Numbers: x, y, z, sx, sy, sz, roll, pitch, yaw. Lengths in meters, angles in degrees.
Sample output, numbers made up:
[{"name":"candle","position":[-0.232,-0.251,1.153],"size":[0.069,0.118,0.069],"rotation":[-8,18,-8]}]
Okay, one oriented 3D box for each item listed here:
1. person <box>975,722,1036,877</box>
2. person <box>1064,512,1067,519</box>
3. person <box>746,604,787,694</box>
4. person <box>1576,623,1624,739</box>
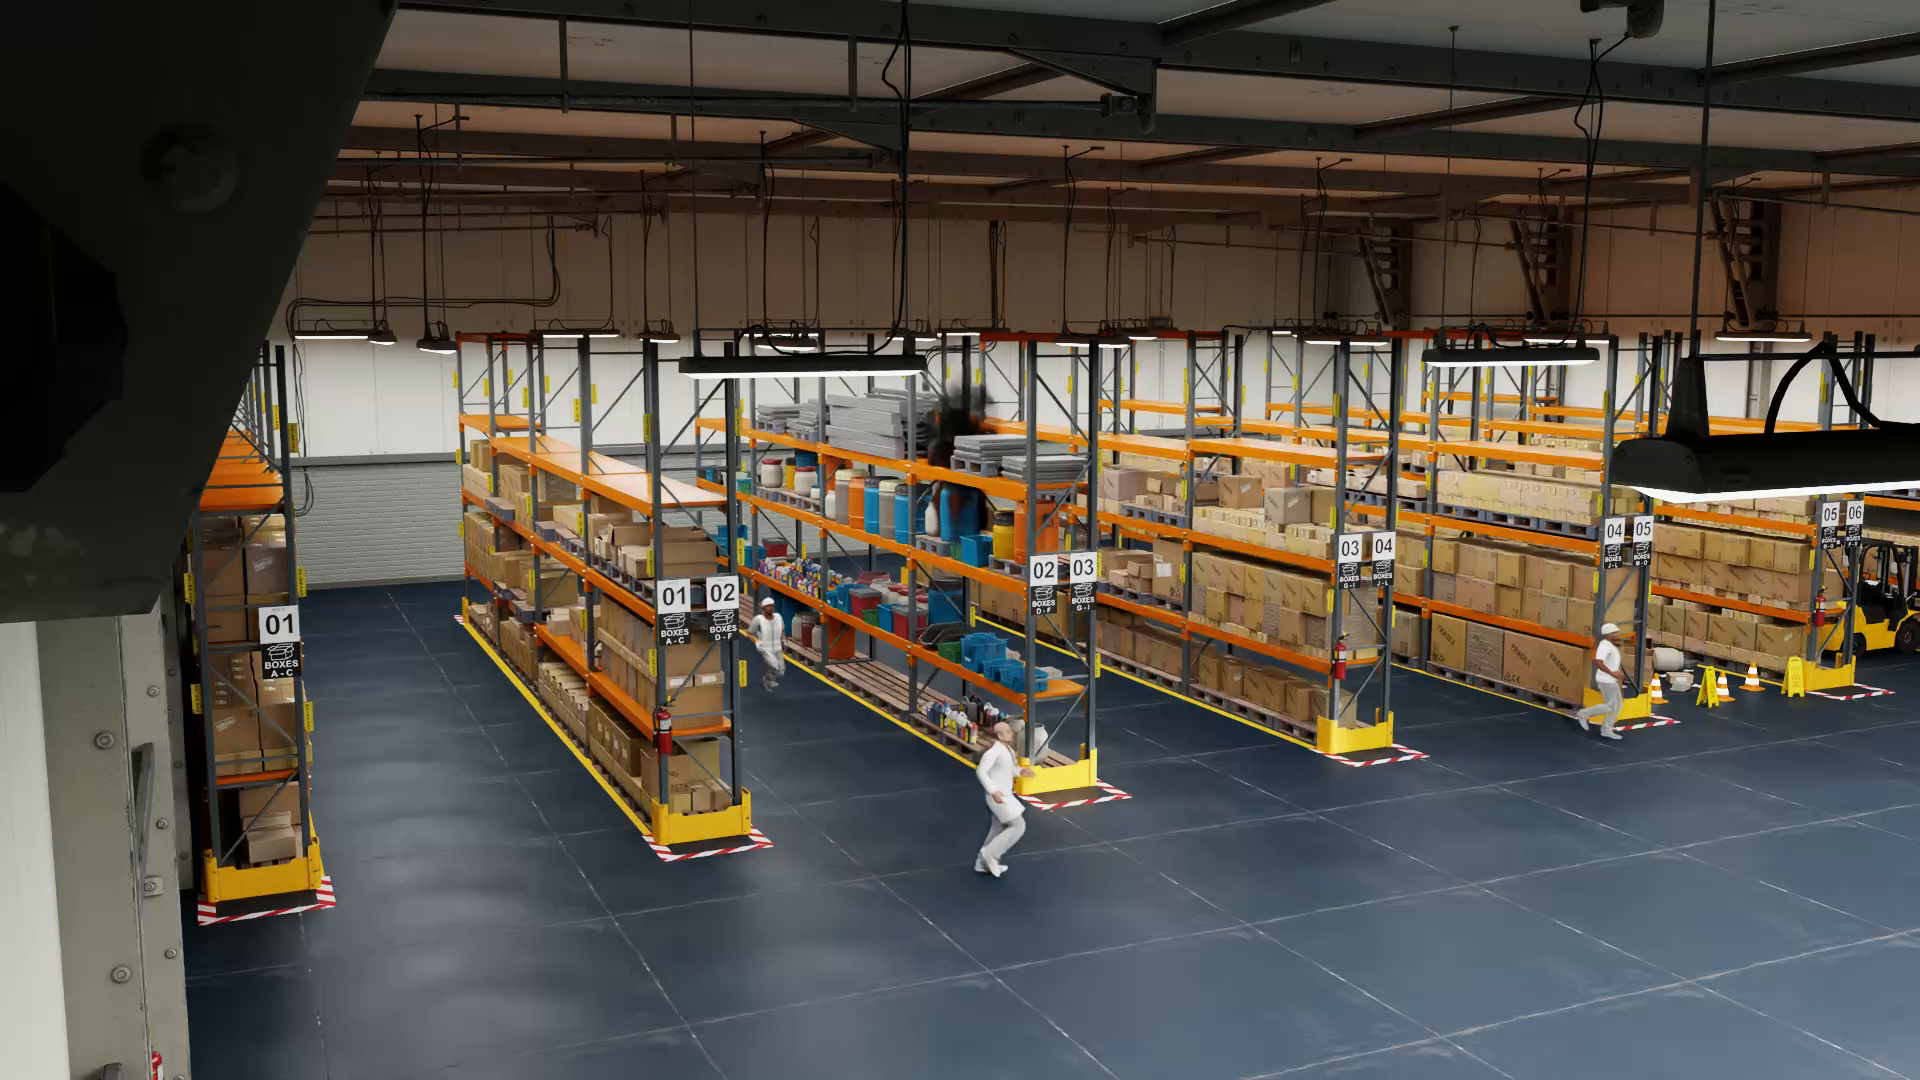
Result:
[{"name":"person","position":[0.513,2.925,18.883],"size":[0.689,1.753,0.683],"rotation":[1,8,4]},{"name":"person","position":[2.630,-0.008,40.957],"size":[0.613,1.539,0.557],"rotation":[2,8,11]},{"name":"person","position":[-3.117,1.785,27.215],"size":[0.685,1.616,0.791],"rotation":[-5,9,-33]},{"name":"person","position":[9.706,2.110,25.117],"size":[0.667,1.732,0.722],"rotation":[4,9,27]}]
